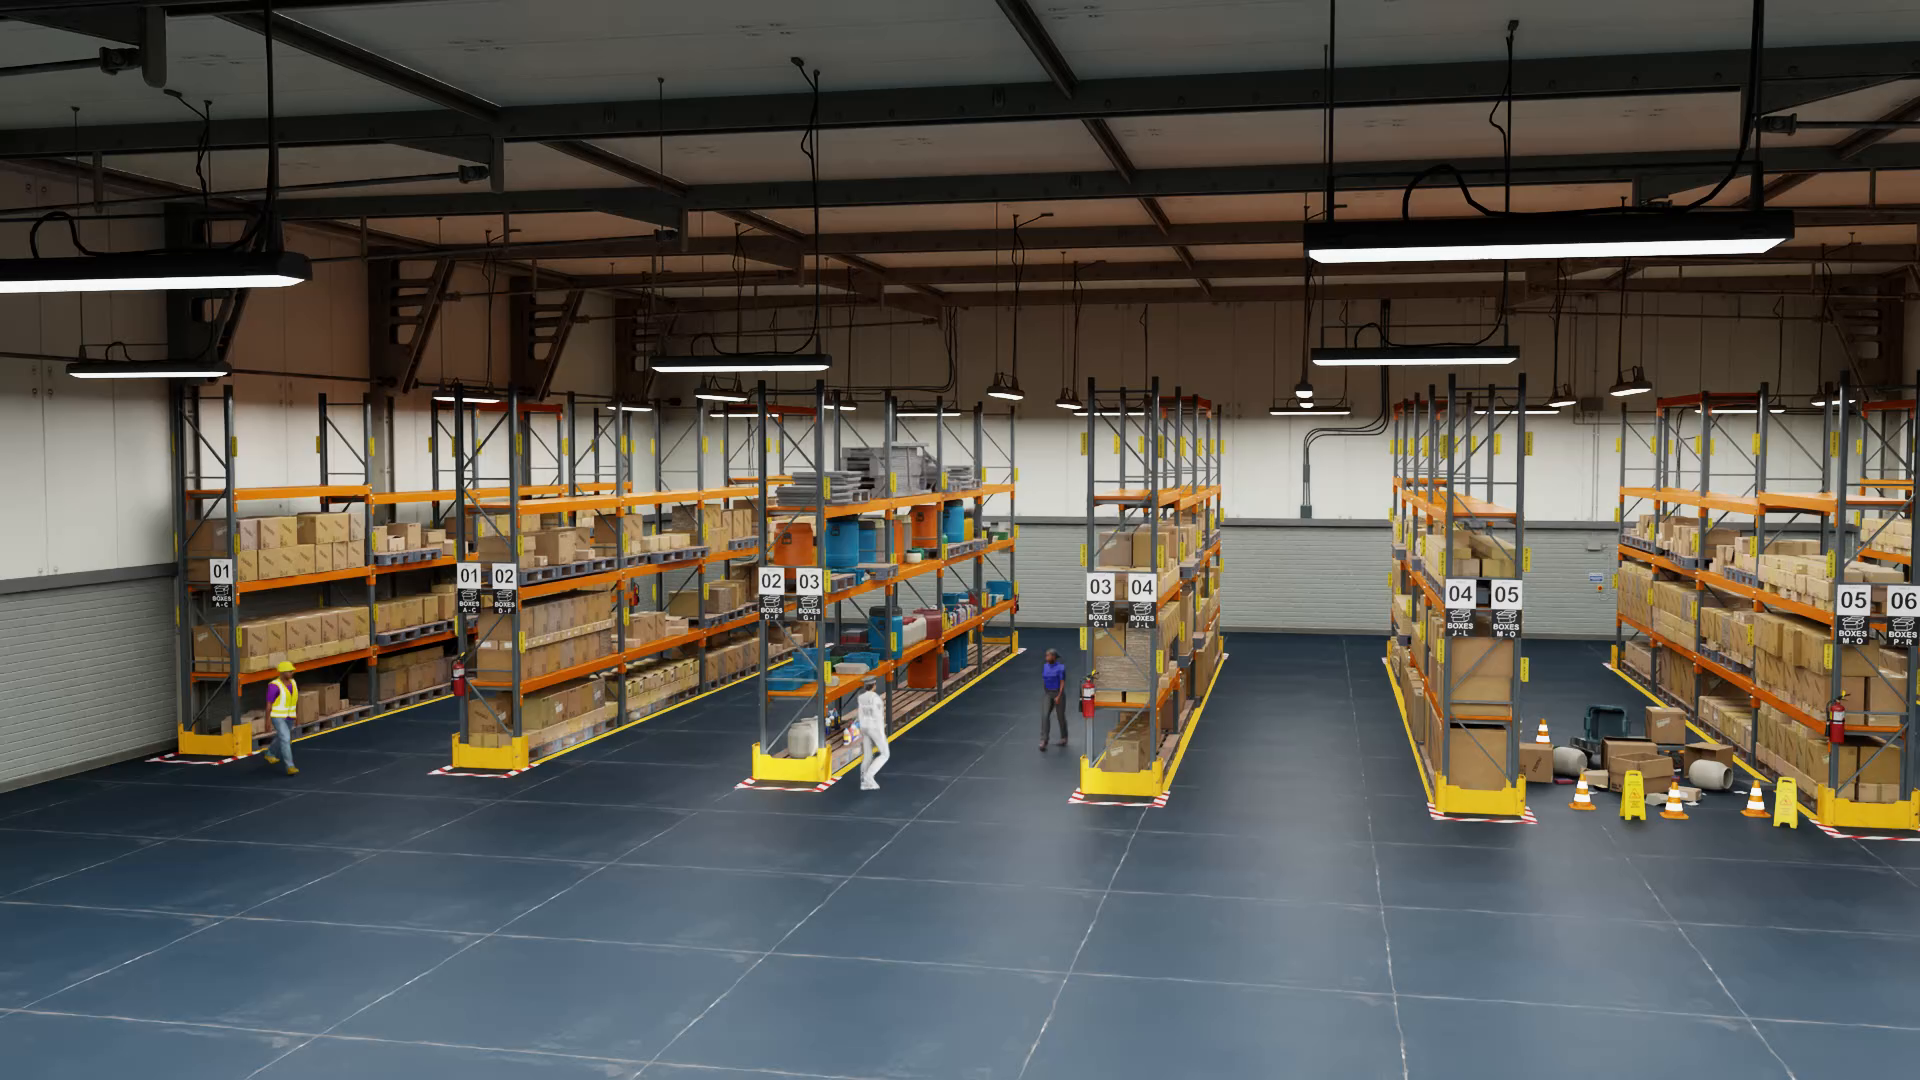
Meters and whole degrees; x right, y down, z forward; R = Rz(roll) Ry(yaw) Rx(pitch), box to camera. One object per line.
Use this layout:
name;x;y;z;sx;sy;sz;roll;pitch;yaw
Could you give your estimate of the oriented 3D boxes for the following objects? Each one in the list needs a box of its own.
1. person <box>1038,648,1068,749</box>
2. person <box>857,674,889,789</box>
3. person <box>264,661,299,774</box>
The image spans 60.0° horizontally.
person;1.536;2.619;27.703;0.471;1.623;0.869;2;4;29
person;-1.316;2.807;24.299;0.434;1.657;0.607;-3;4;-39
person;-10.456;2.716;25.615;1.098;1.715;0.585;2;4;33
